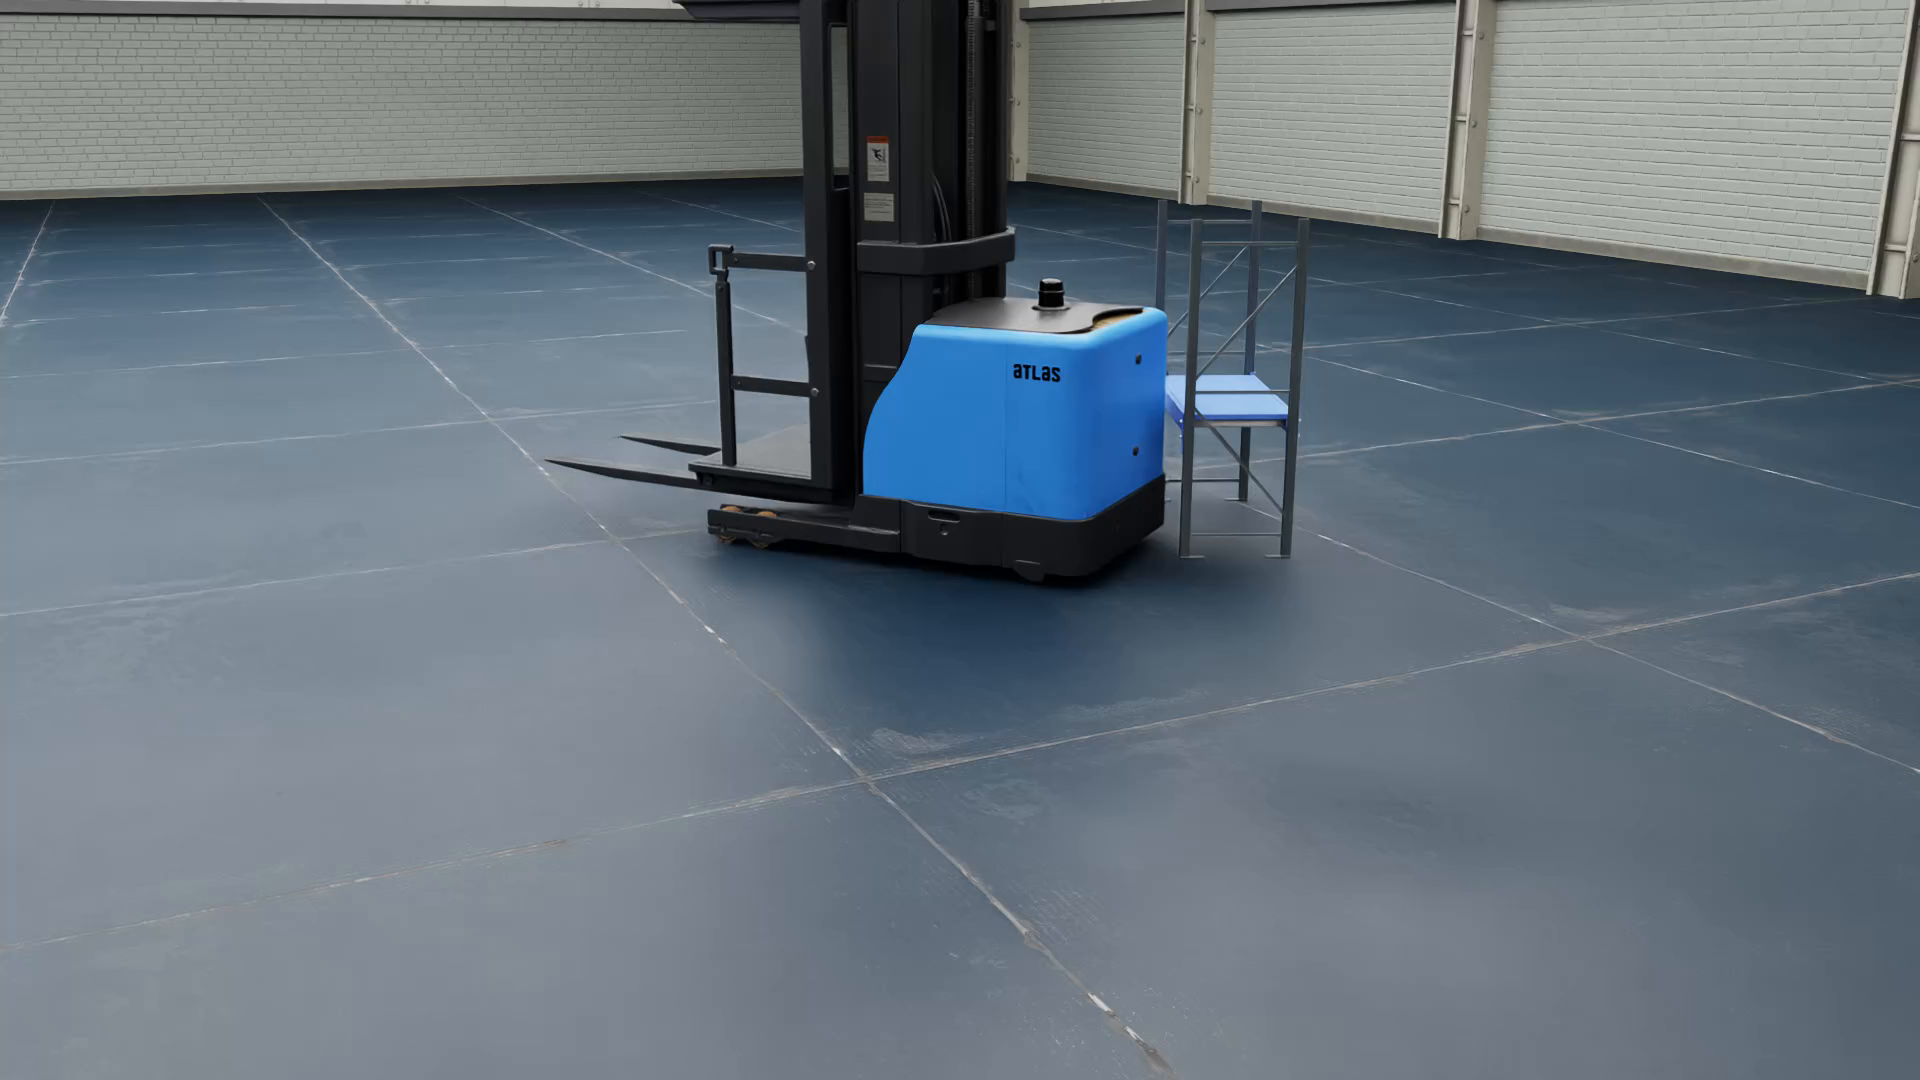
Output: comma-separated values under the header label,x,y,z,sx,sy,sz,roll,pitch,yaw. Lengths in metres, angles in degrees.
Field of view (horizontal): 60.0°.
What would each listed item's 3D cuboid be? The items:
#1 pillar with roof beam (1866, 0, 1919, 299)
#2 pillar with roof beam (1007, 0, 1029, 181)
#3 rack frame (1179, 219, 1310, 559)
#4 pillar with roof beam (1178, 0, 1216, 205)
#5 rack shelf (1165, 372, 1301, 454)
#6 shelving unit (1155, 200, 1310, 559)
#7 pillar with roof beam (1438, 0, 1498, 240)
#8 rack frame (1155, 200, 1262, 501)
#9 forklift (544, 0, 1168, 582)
label,x,y,z,sx,sy,sz,roll,pitch,yaw
pillar with roof beam,5.067,-6.141,12.837,9.100,9.000,0.400,-8,18,-25
pillar with roof beam,-2.818,-10.605,28.390,9.100,9.000,0.400,-8,18,-25
rack frame,1.235,-0.641,7.267,0.500,1.500,0.032,0,16,-1
pillar with roof beam,-0.190,-9.117,23.206,9.100,9.000,0.400,-8,18,-25
rack shelf,1.222,-0.609,7.805,0.538,0.185,1.000,0,16,-1
shelving unit,1.222,-0.782,7.755,0.538,1.500,1.048,0,16,-1
pillar with roof beam,2.439,-7.629,18.022,9.100,9.000,0.400,-8,18,-25
rack frame,1.209,-0.922,8.244,0.500,1.500,0.032,0,16,-1
forklift,-0.597,-1.495,7.646,3.031,2.935,1.130,8,18,26
